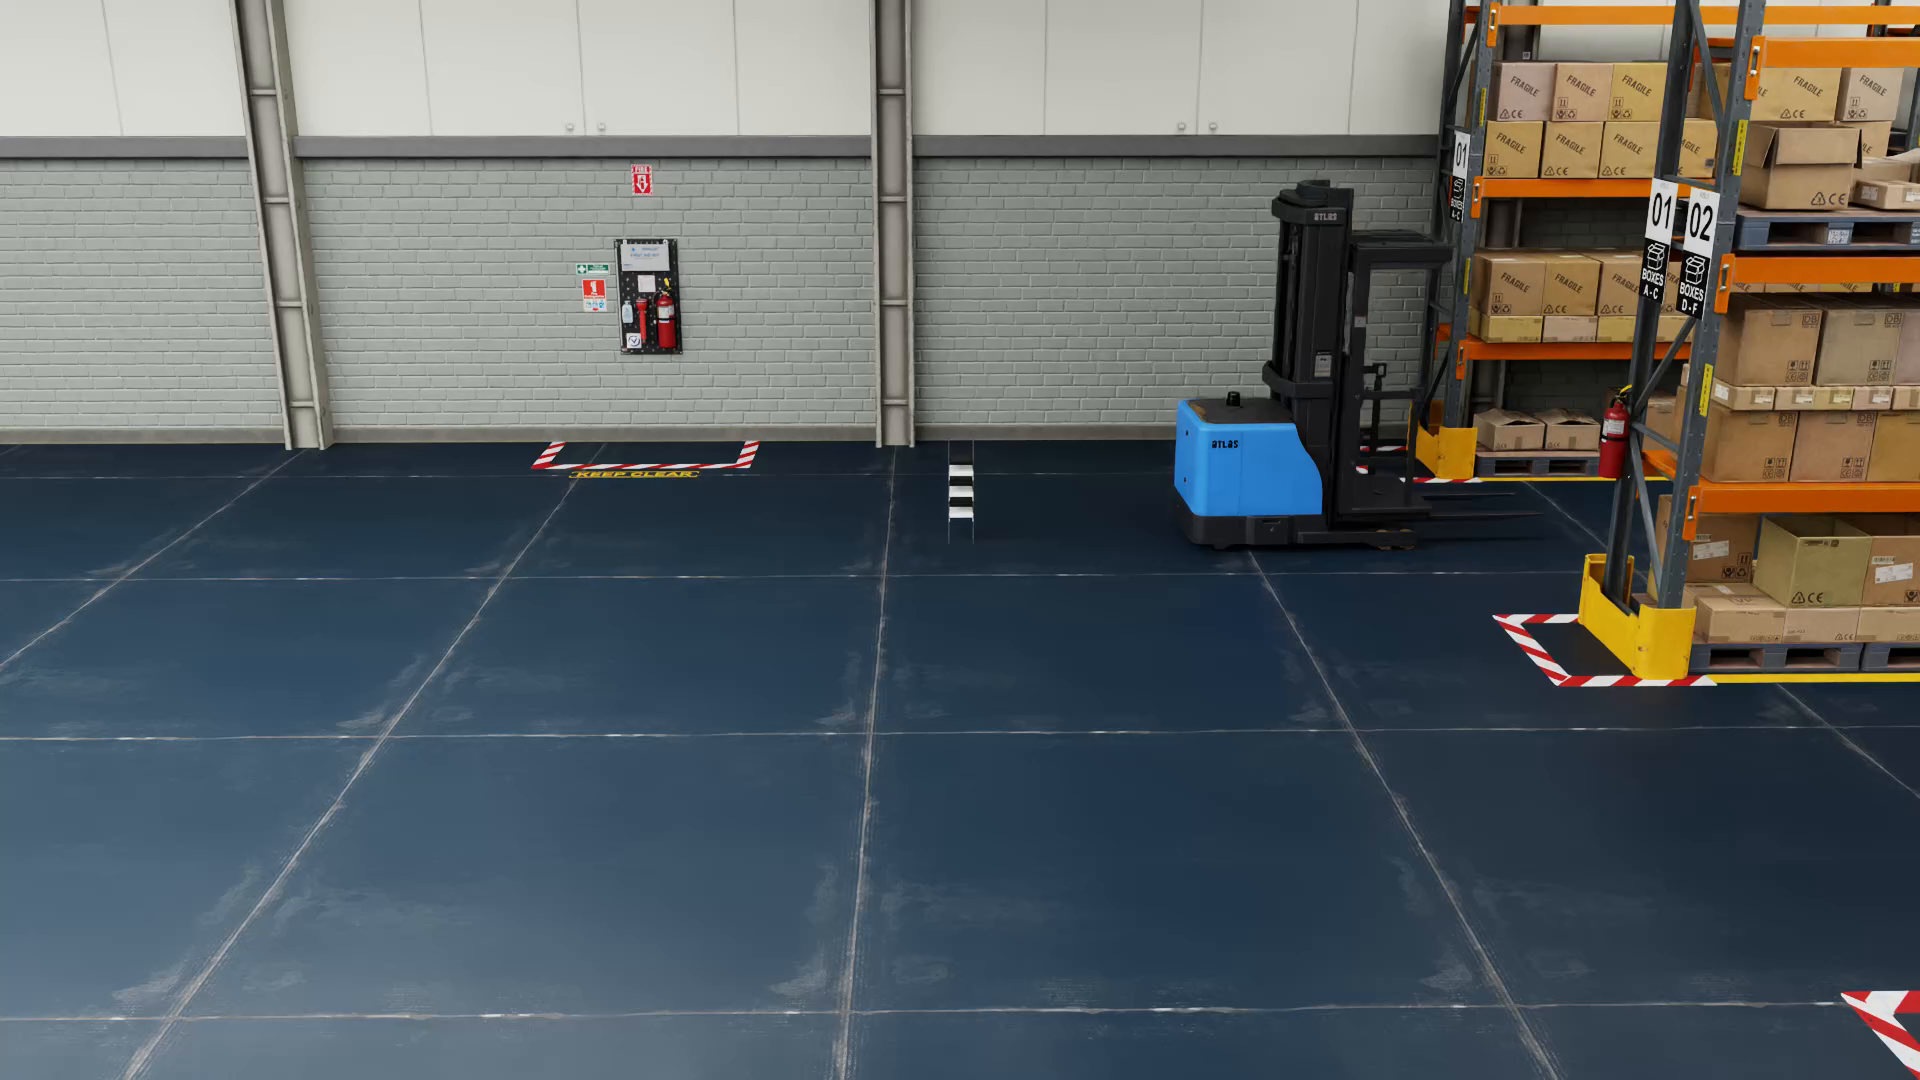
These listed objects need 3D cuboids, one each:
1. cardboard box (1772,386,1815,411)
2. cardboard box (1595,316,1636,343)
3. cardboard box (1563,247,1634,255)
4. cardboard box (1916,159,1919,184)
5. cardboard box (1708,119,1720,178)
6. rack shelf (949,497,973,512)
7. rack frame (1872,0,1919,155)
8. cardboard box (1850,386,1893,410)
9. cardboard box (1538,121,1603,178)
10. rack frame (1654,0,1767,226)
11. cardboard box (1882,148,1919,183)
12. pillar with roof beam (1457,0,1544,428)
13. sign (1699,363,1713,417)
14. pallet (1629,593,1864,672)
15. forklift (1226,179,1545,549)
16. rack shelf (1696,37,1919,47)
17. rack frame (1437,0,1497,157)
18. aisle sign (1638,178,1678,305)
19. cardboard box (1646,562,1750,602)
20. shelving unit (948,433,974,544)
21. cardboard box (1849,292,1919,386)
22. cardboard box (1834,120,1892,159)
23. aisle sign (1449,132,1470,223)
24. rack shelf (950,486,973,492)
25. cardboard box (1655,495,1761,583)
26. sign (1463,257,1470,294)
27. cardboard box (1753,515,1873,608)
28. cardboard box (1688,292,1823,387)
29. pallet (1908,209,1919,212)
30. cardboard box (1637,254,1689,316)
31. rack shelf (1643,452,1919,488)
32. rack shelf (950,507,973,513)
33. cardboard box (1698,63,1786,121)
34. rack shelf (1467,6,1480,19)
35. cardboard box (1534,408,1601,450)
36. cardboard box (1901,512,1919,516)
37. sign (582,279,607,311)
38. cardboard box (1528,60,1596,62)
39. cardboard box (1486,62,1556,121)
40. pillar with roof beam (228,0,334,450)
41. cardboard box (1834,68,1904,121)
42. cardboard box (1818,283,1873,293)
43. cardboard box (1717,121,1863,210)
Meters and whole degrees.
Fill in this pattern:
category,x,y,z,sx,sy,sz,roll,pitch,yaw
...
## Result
category,x,y,z,sx,sy,sz,roll,pitch,yaw
cardboard box,5.393,-0.966,10.924,0.250,0.149,0.380,-1,18,-2
cardboard box,6.172,-2.036,15.695,0.500,0.250,0.500,-1,18,-2
cardboard box,9.015,2.678,1.985,6.802,1.850,30.447,0,18,1
cardboard box,6.398,-2.339,10.437,0.500,0.500,0.500,0,18,-1
cardboard box,7.090,-3.599,15.248,0.500,0.500,0.500,-1,18,-3
rack shelf,0.008,-0.311,13.948,0.200,0.077,0.258,0,18,-1
rack frame,8.651,-5.061,15.091,0.127,3.000,1.000,0,18,-1
cardboard box,5.894,-0.968,10.928,0.250,0.149,0.380,-1,18,-2
cardboard box,5.527,-3.587,15.212,0.500,0.500,0.500,1,18,3
rack frame,4.733,-3.528,10.315,0.127,3.000,1.000,0,18,-1
cardboard box,6.436,-2.413,10.978,0.500,0.311,0.500,2,18,6
pillar with roof beam,5.405,-3.994,11.766,0.400,9.000,9.100,0,18,-1
sign,4.736,-0.952,10.558,0.005,0.325,0.100,0,18,-1
pallet,5.497,0.640,11.708,1.213,0.211,1.003,0,18,-1
forklift,3.396,-1.472,13.839,3.031,2.935,1.110,-1,18,-3
rack shelf,6.733,-3.132,10.475,3.809,0.052,0.919,0,18,-1
rack frame,4.651,-5.041,15.031,0.127,3.000,1.000,0,18,-1
aisle sign,4.663,-1.999,11.112,0.004,0.787,0.394,0,18,-1
cardboard box,5.265,0.345,11.876,0.500,0.250,0.500,0,18,-1
shelving unit,0.008,-0.429,13.910,0.210,0.900,0.258,0,18,-1
cardboard box,6.283,-1.343,11.035,0.500,0.500,0.700,0,18,-1
cardboard box,8.147,-3.611,15.288,0.500,0.500,0.500,0,18,1
aisle sign,4.584,-3.331,15.263,0.004,0.787,0.394,0,18,-1
rack shelf,0.008,-0.416,13.914,0.190,0.026,0.221,0,18,-1
cardboard box,5.265,-0.013,11.764,0.500,0.500,0.500,0,18,-1
sign,4.660,-2.431,15.298,0.005,0.325,0.100,0,18,-1
cardboard box,5.773,0.143,11.278,0.500,0.500,0.500,0,18,-1
cardboard box,5.253,-1.336,11.013,0.500,0.500,0.700,0,18,-1
pallet,6.663,-2.060,10.793,1.213,0.211,1.003,0,18,-1
cardboard box,6.660,-2.396,15.592,0.500,0.500,0.500,0,18,1
rack shelf,6.733,-0.432,11.341,3.809,0.124,0.919,0,18,-1
rack shelf,0.008,-0.245,13.969,0.190,0.026,0.221,0,18,-1
cardboard box,7.084,-4.069,15.076,0.500,0.500,0.500,-1,18,-3
rack shelf,6.651,-4.800,15.141,3.809,0.124,0.919,0,18,-1
cardboard box,5.914,-1.092,16.224,0.500,0.311,0.500,1,18,4
cardboard box,6.764,-0.024,11.799,0.500,0.500,0.500,0,18,-1
sign,-3.688,-2.469,16.775,0.234,0.329,0.001,0,18,-1
cardboard box,5.623,-4.234,15.592,0.500,0.500,0.500,1,18,3
cardboard box,5.040,-4.074,15.093,0.500,0.500,0.500,-2,18,-5
pillar with roof beam,-6.593,-3.936,11.586,0.400,9.000,9.100,0,18,-1
cardboard box,8.154,-4.080,15.112,0.500,0.500,0.500,-2,18,-6
cardboard box,8.183,-2.402,15.611,0.500,0.500,0.500,0,18,-1
cardboard box,5.308,-2.417,10.676,0.637,0.503,0.797,1,18,3
